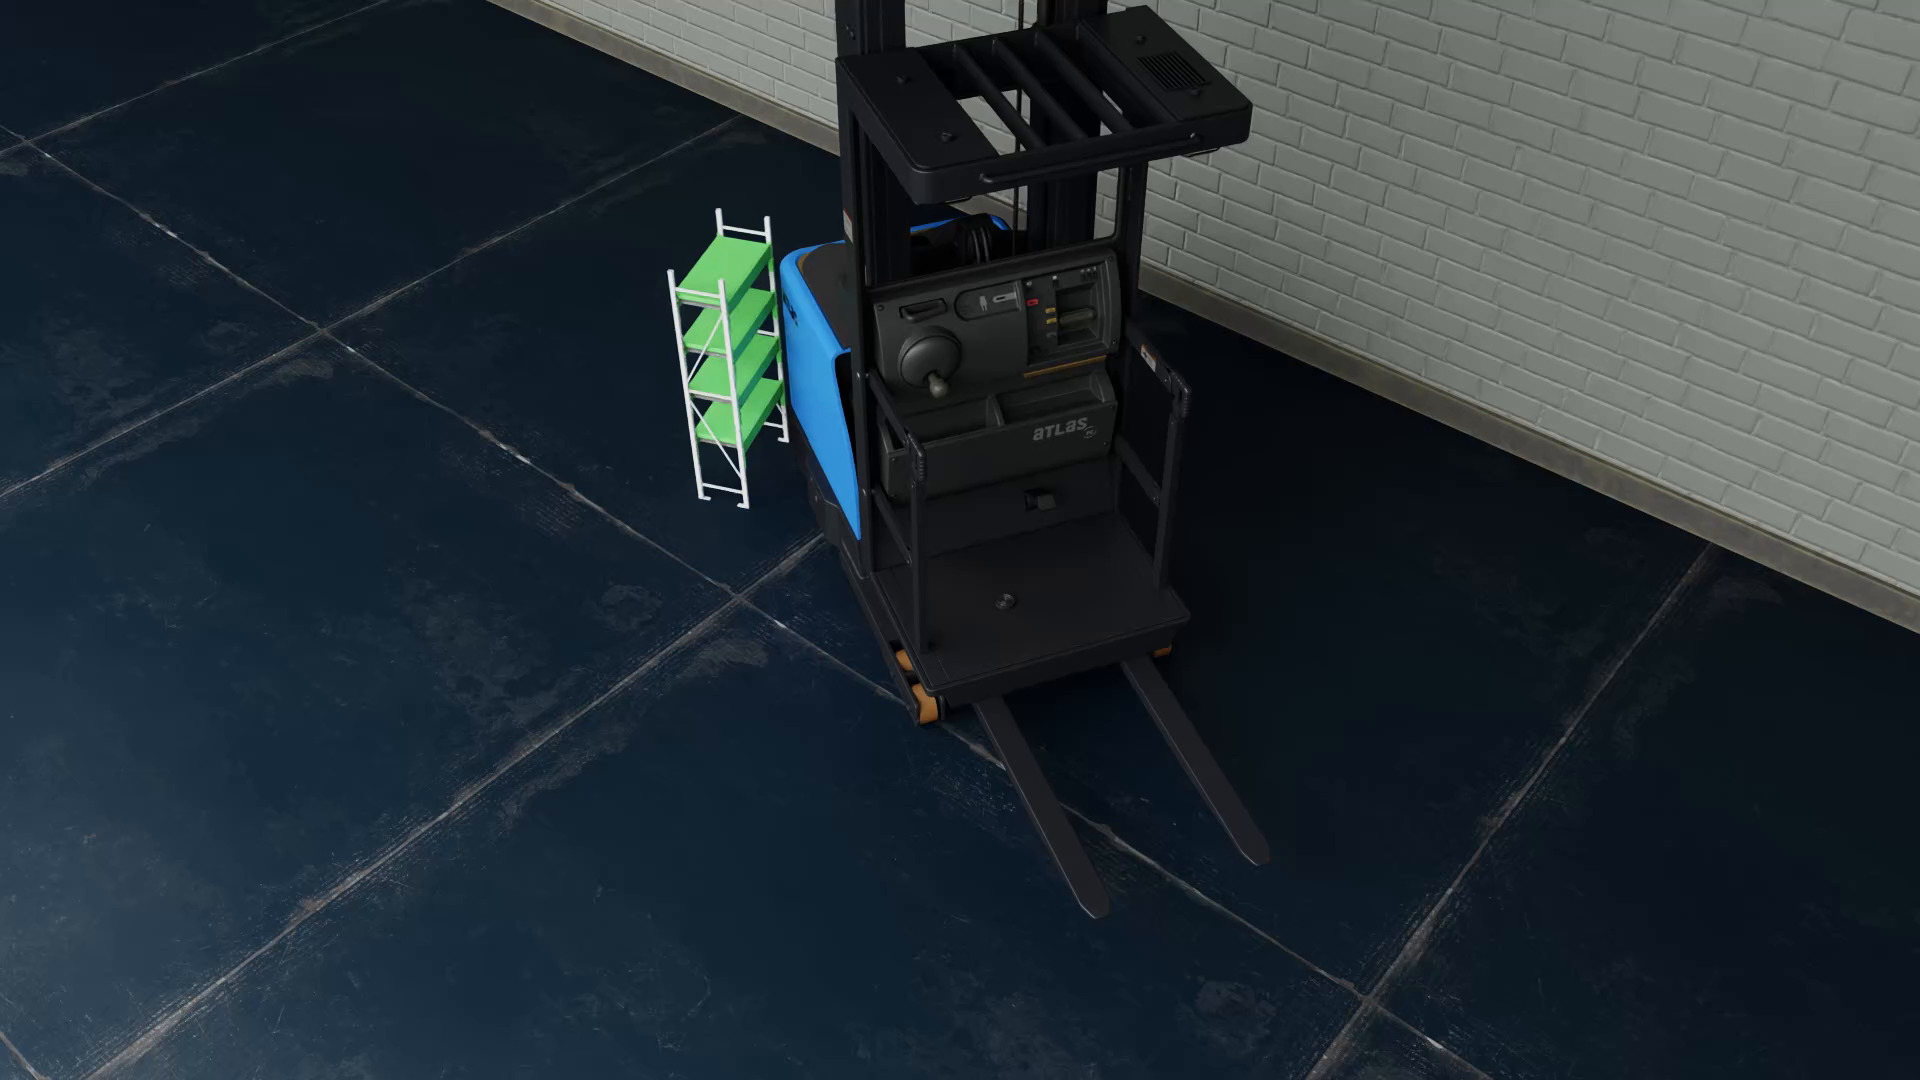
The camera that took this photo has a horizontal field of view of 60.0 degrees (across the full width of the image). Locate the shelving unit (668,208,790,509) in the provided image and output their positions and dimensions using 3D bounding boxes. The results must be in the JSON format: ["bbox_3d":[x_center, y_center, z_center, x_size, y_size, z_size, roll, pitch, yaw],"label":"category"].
[{"bbox_3d":[-0.982,-0.769,7.204,0.258,1.200,0.503,12,44,12],"label":"shelving unit"}]

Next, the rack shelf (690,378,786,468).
[{"bbox_3d":[-0.982,-0.544,7.408,0.258,0.148,0.480,12,44,12],"label":"rack shelf"}]

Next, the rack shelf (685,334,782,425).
[{"bbox_3d":[-0.982,-0.722,7.247,0.258,0.148,0.480,12,44,12],"label":"rack shelf"}]

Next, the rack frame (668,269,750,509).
[{"bbox_3d":[-1.053,-0.612,7.031,0.240,1.200,0.015,12,44,12],"label":"rack frame"}]

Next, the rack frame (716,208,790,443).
[{"bbox_3d":[-0.911,-0.926,7.376,0.240,1.200,0.015,12,44,12],"label":"rack frame"}]

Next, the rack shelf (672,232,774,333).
[{"bbox_3d":[-0.982,-1.077,6.924,0.258,0.148,0.480,12,44,12],"label":"rack shelf"}]

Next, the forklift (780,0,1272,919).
[{"bbox_3d":[0.222,-0.690,5.830,1.130,2.935,3.031,-14,44,-15],"label":"forklift"}]

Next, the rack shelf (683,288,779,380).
[{"bbox_3d":[-0.982,-0.899,7.085,0.258,0.148,0.480,12,44,12],"label":"rack shelf"}]
